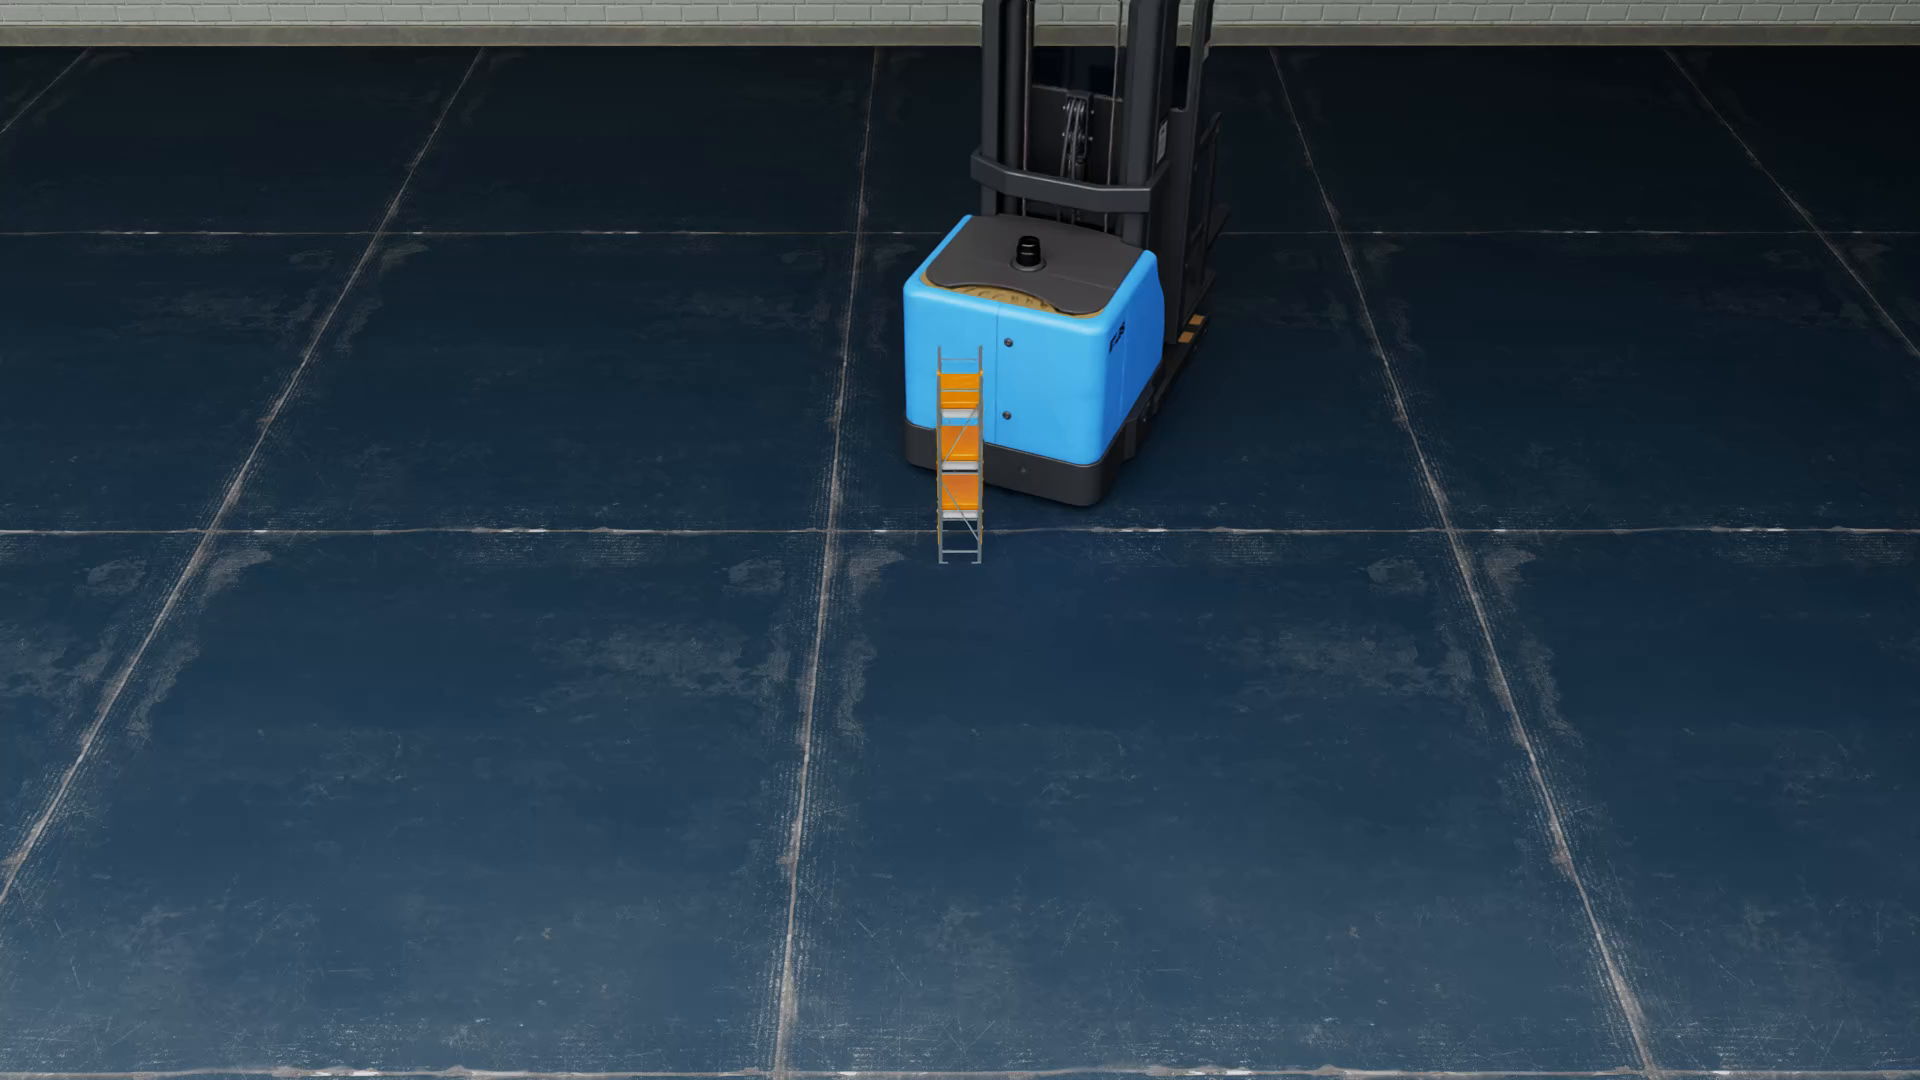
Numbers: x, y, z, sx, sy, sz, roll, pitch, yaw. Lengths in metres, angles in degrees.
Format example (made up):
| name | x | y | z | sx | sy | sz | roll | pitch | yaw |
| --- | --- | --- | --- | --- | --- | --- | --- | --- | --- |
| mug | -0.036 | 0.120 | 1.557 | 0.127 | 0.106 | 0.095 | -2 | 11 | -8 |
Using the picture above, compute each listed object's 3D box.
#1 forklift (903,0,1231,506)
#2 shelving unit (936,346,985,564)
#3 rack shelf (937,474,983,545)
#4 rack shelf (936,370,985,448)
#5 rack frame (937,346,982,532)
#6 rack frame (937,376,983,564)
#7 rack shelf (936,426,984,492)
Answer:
| name | x | y | z | sx | sy | sz | roll | pitch | yaw |
| --- | --- | --- | --- | --- | --- | --- | --- | --- | --- |
| forklift | 0.758 | -2.231 | 8.436 | 1.130 | 2.935 | 3.031 | 15 | 41 | 18 |
| shelving unit | 0.000 | -0.376 | 7.625 | 0.215 | 1.050 | 0.252 | 0 | 39 | 0 |
| rack shelf | 0.000 | -0.151 | 7.806 | 0.215 | 0.259 | 0.240 | 0 | 39 | 0 |
| rack shelf | 0.000 | -0.589 | 7.455 | 0.215 | 0.259 | 0.240 | 0 | 39 | 0 |
| rack frame | 0.000 | -0.453 | 7.721 | 0.200 | 1.050 | 0.008 | 0 | 39 | 0 |
| rack frame | 0.000 | -0.300 | 7.530 | 0.200 | 1.050 | 0.008 | 0 | 39 | 0 |
| rack shelf | 0.000 | -0.368 | 7.632 | 0.215 | 0.259 | 0.240 | 0 | 39 | 0 |
